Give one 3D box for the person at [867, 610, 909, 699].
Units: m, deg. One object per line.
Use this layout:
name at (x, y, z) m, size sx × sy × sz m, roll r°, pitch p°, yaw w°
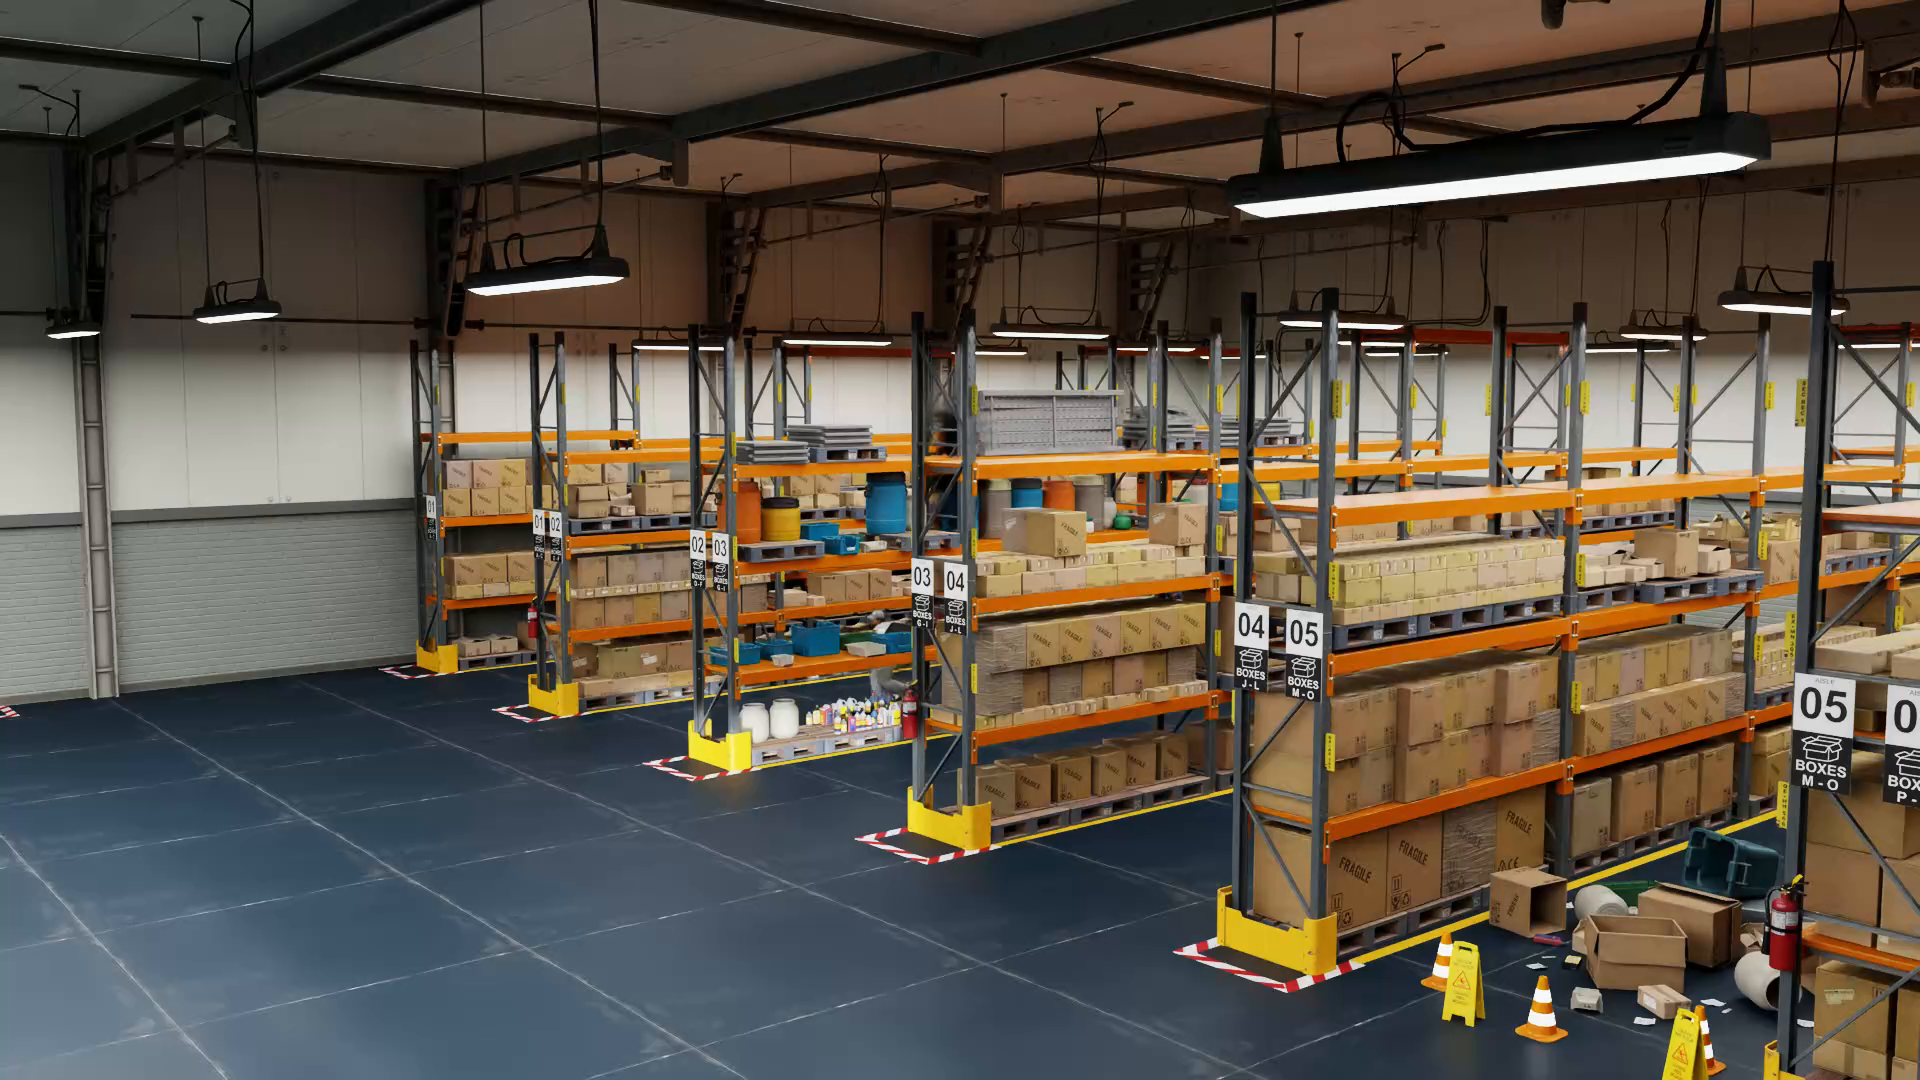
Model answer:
person at (-1.151, 1.916, 26.625) m, size 0.868 × 1.618 × 0.651 m, roll 0°, pitch 5°, yaw 4°
